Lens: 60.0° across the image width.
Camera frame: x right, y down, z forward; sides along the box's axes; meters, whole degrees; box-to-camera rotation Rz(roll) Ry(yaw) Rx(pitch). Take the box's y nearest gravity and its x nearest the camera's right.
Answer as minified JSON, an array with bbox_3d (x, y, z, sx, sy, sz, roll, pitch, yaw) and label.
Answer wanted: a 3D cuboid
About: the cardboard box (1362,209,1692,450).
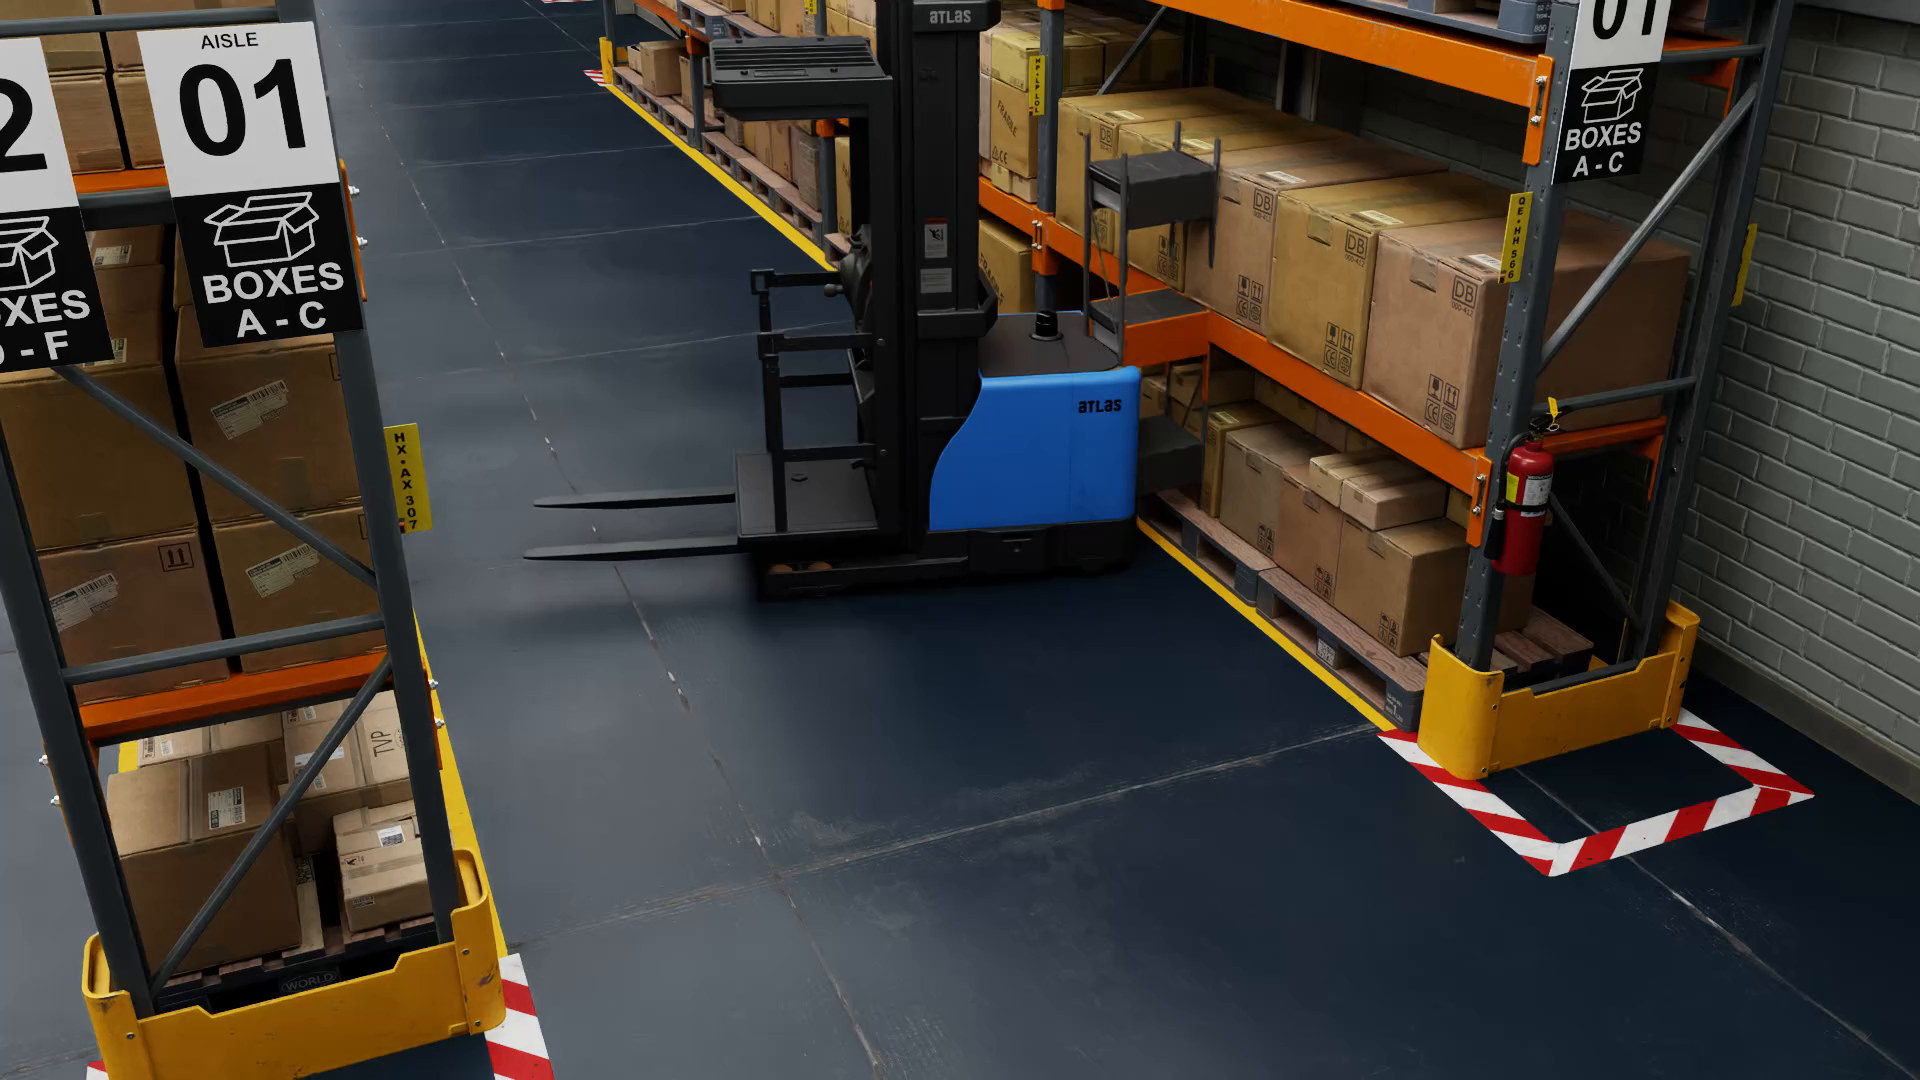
[{"bbox_3d":[2.287,-0.880,6.792,0.980,0.700,0.700,-9,28,-18],"label":"cardboard box"}]

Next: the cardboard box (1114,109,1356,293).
[{"bbox_3d":[1.408,-1.774,8.622,0.980,0.700,0.700,-11,28,-22],"label":"cardboard box"}]

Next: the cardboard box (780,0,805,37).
[{"bbox_3d":[-1.074,-4.423,13.774,0.700,0.500,0.500,-13,29,-25],"label":"cardboard box"}]

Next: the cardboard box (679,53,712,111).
[{"bbox_3d":[-2.647,-4.872,17.658,0.500,0.500,0.500,-13,29,-24],"label":"cardboard box"}]

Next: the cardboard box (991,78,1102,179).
[{"bbox_3d":[0.517,-2.487,9.949,0.500,0.500,0.500,-11,28,-21],"label":"cardboard box"}]

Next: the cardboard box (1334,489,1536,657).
[{"bbox_3d":[2.130,0.128,7.440,0.700,0.500,0.500,-11,28,-21],"label":"cardboard box"}]

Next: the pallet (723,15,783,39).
[{"bbox_3d":[-1.450,-4.477,14.719,1.003,0.211,1.213,-11,28,-21],"label":"pallet"}]

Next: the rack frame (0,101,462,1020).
[{"bbox_3d":[-2.060,0.311,4.694,1.000,3.000,0.127,-11,28,-21],"label":"rack frame"}]

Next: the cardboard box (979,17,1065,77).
[{"bbox_3d":[0.320,-3.033,10.213,0.500,0.250,0.500,-10,28,-19],"label":"cardboard box"}]

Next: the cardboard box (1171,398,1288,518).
[{"bbox_3d":[1.521,-0.491,8.707,0.700,0.500,0.500,-10,28,-19],"label":"cardboard box"}]

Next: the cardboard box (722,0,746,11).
[{"bbox_3d":[-1.823,-5.190,15.346,0.700,0.500,0.500,-8,27,-15],"label":"cardboard box"}]

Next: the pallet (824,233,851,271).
[{"bbox_3d":[-0.397,-2.187,12.988,1.003,0.211,1.213,-11,28,-21],"label":"pallet"}]

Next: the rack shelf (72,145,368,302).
[{"bbox_3d":[-2.844,-1.521,5.847,1.077,0.370,4.000,-11,28,-21],"label":"rack shelf"}]

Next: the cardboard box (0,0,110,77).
[{"bbox_3d":[-2.496,-1.357,4.294,0.500,0.250,0.500,-11,28,-21],"label":"cardboard box"}]

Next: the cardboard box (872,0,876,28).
[{"bbox_3d":[-0.286,-3.650,11.476,0.500,0.250,0.500,-10,28,-20],"label":"cardboard box"}]

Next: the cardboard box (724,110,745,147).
[{"bbox_3d":[-1.900,-4.166,16.211,0.700,0.500,0.500,-10,28,-19],"label":"cardboard box"}]

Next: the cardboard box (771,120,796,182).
[{"bbox_3d":[-1.282,-3.551,14.951,0.700,0.500,0.500,-11,28,-21],"label":"cardboard box"}]

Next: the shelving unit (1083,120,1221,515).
[{"bbox_3d":[0.928,-0.962,8.270,0.503,2.100,0.431,-13,30,-20],"label":"shelving unit"}]

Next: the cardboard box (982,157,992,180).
[{"bbox_3d":[0.356,-2.350,10.408,0.380,0.149,0.250,-10,28,-19],"label":"cardboard box"}]

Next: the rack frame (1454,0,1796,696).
[{"bbox_3d":[2.496,-0.541,6.440,1.000,3.000,0.127,-11,28,-21],"label":"rack frame"}]

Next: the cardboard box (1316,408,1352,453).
[{"bbox_3d":[1.966,-0.556,8.100,0.380,0.149,0.250,-10,28,-20],"label":"cardboard box"}]

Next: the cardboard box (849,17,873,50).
[{"bbox_3d":[-0.486,-3.505,12.035,0.500,0.500,0.500,-10,28,-19],"label":"cardboard box"}]

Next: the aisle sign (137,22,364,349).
[{"bbox_3d":[-1.764,-0.880,4.170,0.394,0.787,0.004,-11,28,-21],"label":"aisle sign"}]

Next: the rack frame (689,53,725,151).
[{"bbox_3d":[-2.203,-5.386,16.362,1.000,3.000,0.127,-11,28,-21],"label":"rack frame"}]

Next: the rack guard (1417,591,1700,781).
[{"bbox_3d":[2.505,0.592,6.969,1.175,0.500,0.348,-11,28,-21],"label":"rack guard"}]

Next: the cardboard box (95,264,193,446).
[{"bbox_3d":[-2.686,-0.519,5.141,0.500,0.500,0.500,-10,28,-19],"label":"cardboard box"}]

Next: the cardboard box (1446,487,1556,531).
[{"bbox_3d":[2.363,-0.148,7.265,0.380,0.149,0.250,-10,28,-20],"label":"cardboard box"}]

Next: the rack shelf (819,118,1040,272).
[{"bbox_3d":[0.146,-2.640,11.559,1.077,0.370,4.000,-11,28,-21],"label":"rack shelf"}]

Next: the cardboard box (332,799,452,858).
[{"bbox_3d":[-2.006,1.058,5.893,0.380,0.166,0.250,-11,28,-21],"label":"cardboard box"}]

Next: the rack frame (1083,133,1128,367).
[{"bbox_3d":[0.704,-0.911,8.187,0.015,2.100,0.400,-13,30,-20],"label":"rack frame"}]

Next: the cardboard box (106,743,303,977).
[{"bbox_3d":[-2.500,1.060,5.508,0.500,0.500,0.500,-11,28,-21],"label":"cardboard box"}]

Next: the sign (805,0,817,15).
[{"bbox_3d":[-1.132,-4.159,12.619,0.100,0.325,0.005,-11,28,-21],"label":"sign"}]

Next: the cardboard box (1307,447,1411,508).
[{"bbox_3d":[1.811,-0.287,7.551,0.380,0.149,0.250,-10,28,-19],"label":"cardboard box"}]

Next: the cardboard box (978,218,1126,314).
[{"bbox_3d":[0.555,-1.619,10.618,0.750,0.750,0.750,-10,28,-20],"label":"cardboard box"}]

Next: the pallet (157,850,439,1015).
[{"bbox_3d":[-2.403,1.212,6.027,1.003,0.211,1.213,-11,28,-21],"label":"pallet"}]

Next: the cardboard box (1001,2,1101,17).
[{"bbox_3d":[0.577,-3.323,10.806,0.500,0.250,0.500,-12,28,-22],"label":"cardboard box"}]

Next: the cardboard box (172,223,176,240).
[{"bbox_3d":[-3.298,-1.143,6.419,0.500,0.500,0.500,-11,28,-22],"label":"cardboard box"}]

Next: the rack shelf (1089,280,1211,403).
[{"bbox_3d":[0.928,-0.950,8.276,0.480,0.518,0.431,-13,30,-20],"label":"rack shelf"}]

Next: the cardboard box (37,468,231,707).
[{"bbox_3d":[-2.486,0.132,4.946,0.500,0.500,0.500,-10,28,-19],"label":"cardboard box"}]

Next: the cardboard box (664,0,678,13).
[{"bbox_3d":[-2.668,-5.467,16.675,0.500,0.250,0.500,-11,28,-20],"label":"cardboard box"}]

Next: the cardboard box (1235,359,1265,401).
[{"bbox_3d":[1.664,-0.865,8.735,0.380,0.149,0.250,-10,28,-20],"label":"cardboard box"}]

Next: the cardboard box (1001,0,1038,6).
[{"bbox_3d":[0.377,-3.534,11.239,0.500,0.250,0.500,-11,28,-22],"label":"cardboard box"}]

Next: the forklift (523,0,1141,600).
[{"bbox_3d":[-0.672,-1.274,8.018,3.031,2.935,1.130,-4,26,-8],"label":"forklift"}]

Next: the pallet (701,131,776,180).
[{"bbox_3d":[-1.897,-3.819,16.331,1.003,0.211,1.213,-11,28,-21],"label":"pallet"}]

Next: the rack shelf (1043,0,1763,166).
[{"bbox_3d":[1.713,-2.373,7.593,1.077,0.370,4.000,-11,28,-21],"label":"rack shelf"}]

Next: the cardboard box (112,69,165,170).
[{"bbox_3d":[-2.028,-1.220,4.583,0.500,0.250,0.500,-11,28,-21],"label":"cardboard box"}]

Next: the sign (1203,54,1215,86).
[{"bbox_3d":[1.440,-2.677,9.737,0.100,0.325,0.005,-11,28,-21],"label":"sign"}]

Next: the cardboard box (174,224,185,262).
[{"bbox_3d":[-2.395,-0.820,5.757,0.500,0.500,0.500,-10,28,-20],"label":"cardboard box"}]
